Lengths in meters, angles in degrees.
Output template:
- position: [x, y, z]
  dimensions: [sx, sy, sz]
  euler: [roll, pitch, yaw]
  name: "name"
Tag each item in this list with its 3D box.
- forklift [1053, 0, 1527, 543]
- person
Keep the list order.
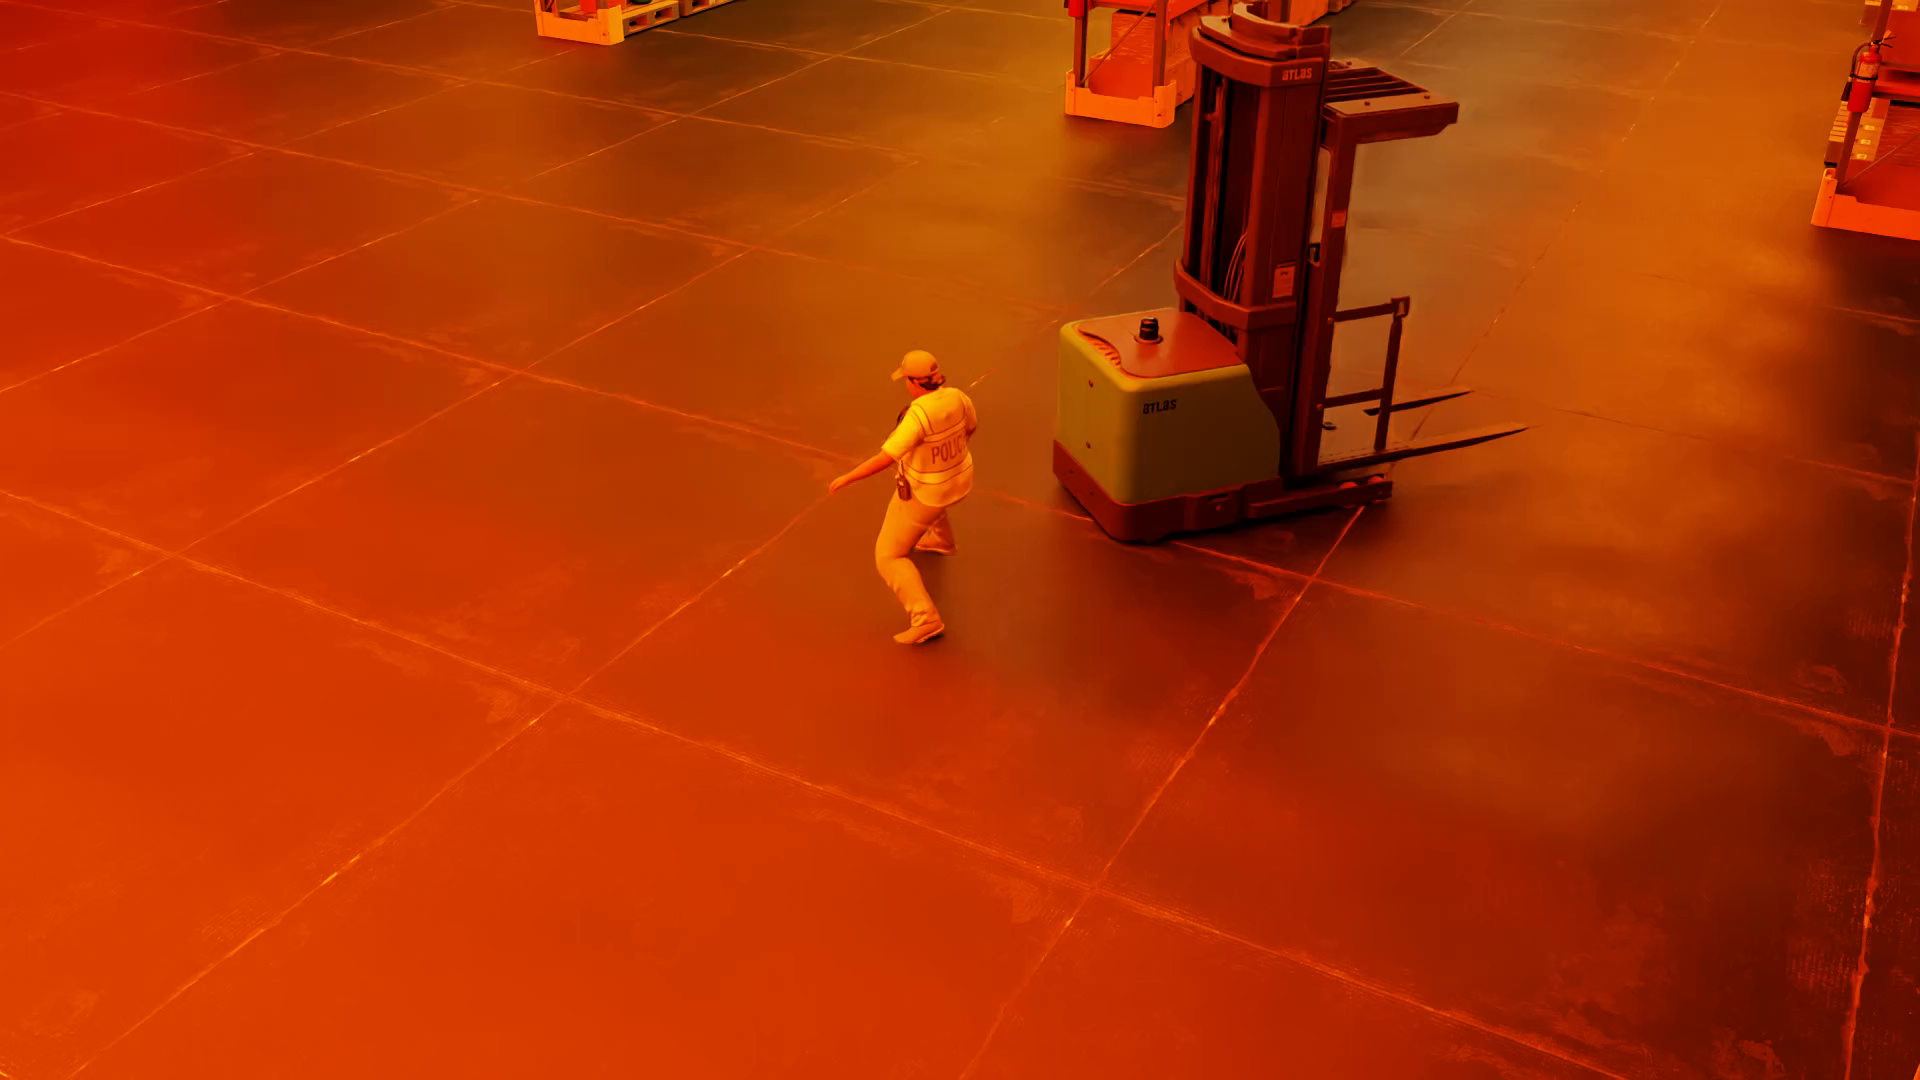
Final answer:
- position: [2.163, -1.700, 10.016]
  dimensions: [3.031, 2.935, 1.130]
  euler: [-11, 32, -18]
  name: "forklift"
- position: [-0.230, -0.325, 9.104]
  dimensions: [0.779, 1.541, 0.928]
  euler: [24, 38, 35]
  name: "person"
